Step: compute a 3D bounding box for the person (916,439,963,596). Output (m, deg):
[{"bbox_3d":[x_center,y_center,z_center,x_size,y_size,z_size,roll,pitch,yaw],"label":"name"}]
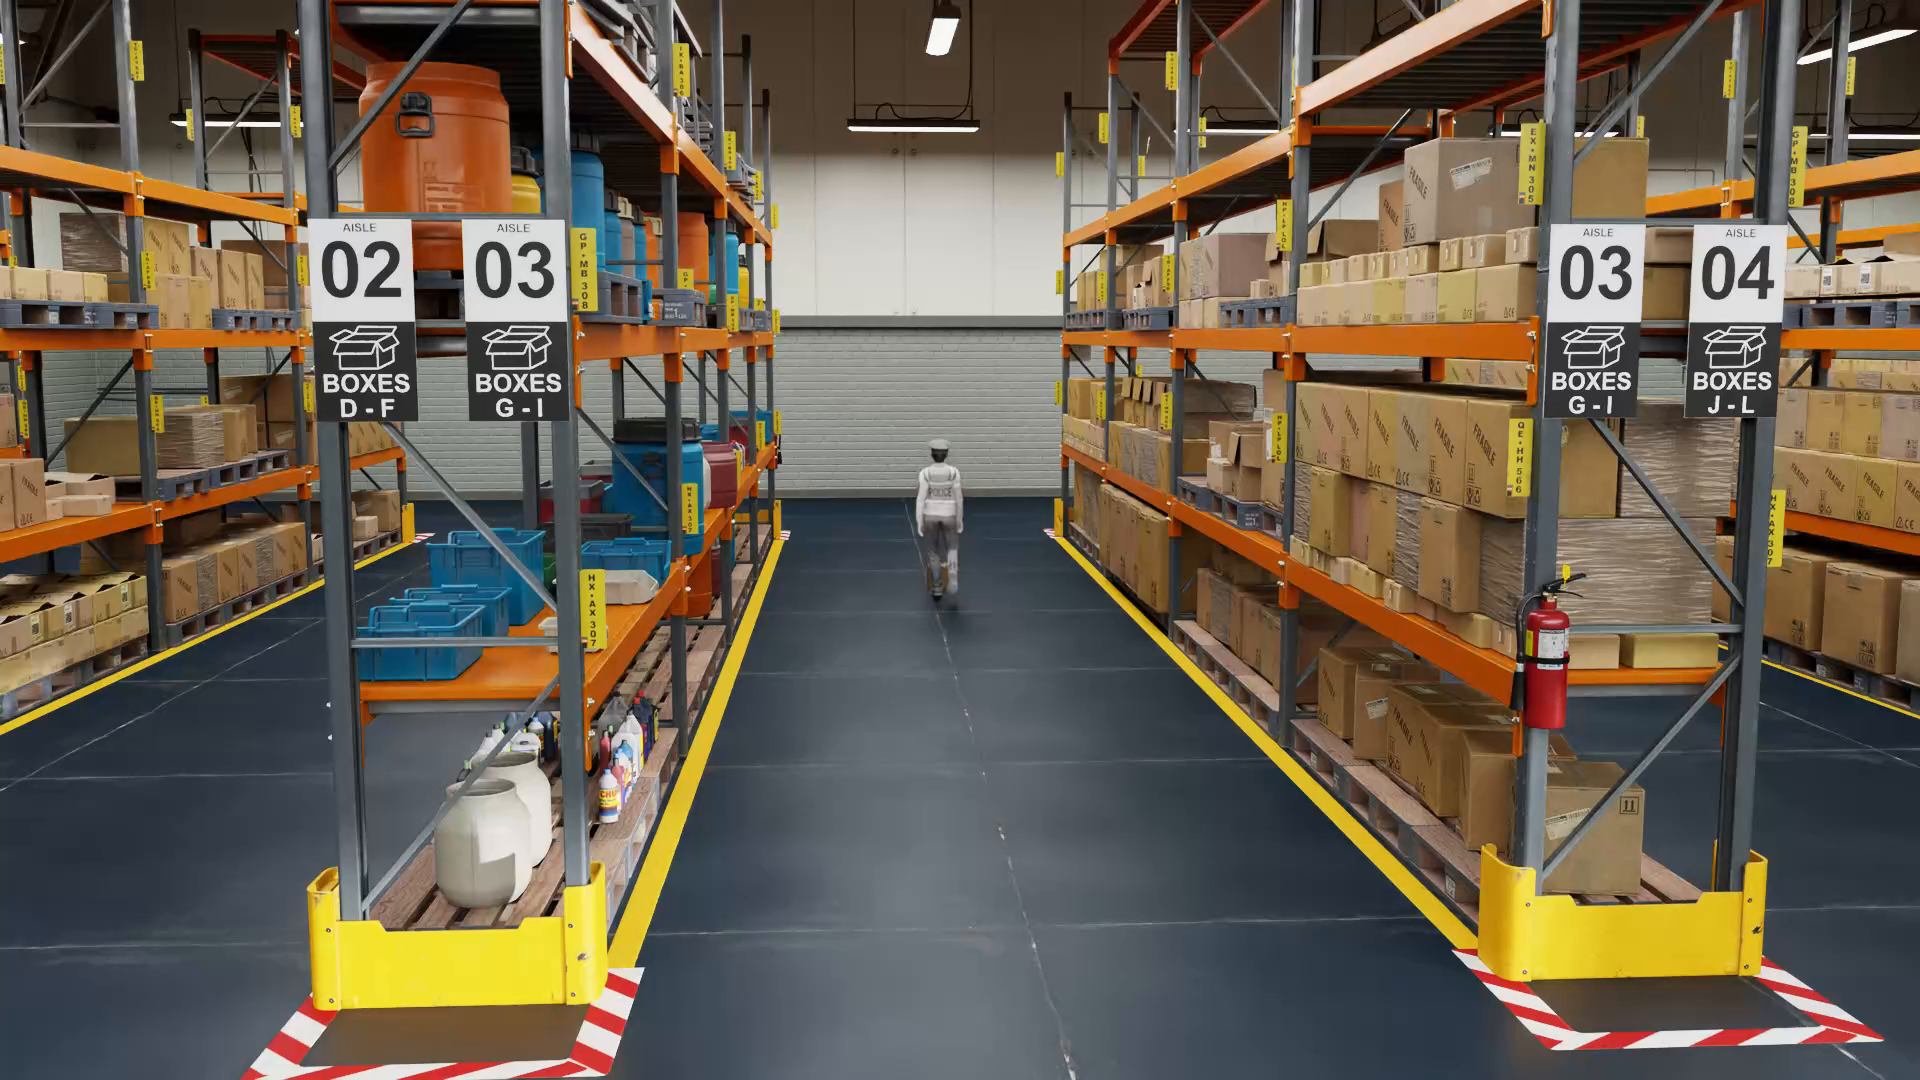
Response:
[{"bbox_3d":[-0.212,-0.224,17.382,0.501,1.664,0.656,-1,7,-6],"label":"person"}]
